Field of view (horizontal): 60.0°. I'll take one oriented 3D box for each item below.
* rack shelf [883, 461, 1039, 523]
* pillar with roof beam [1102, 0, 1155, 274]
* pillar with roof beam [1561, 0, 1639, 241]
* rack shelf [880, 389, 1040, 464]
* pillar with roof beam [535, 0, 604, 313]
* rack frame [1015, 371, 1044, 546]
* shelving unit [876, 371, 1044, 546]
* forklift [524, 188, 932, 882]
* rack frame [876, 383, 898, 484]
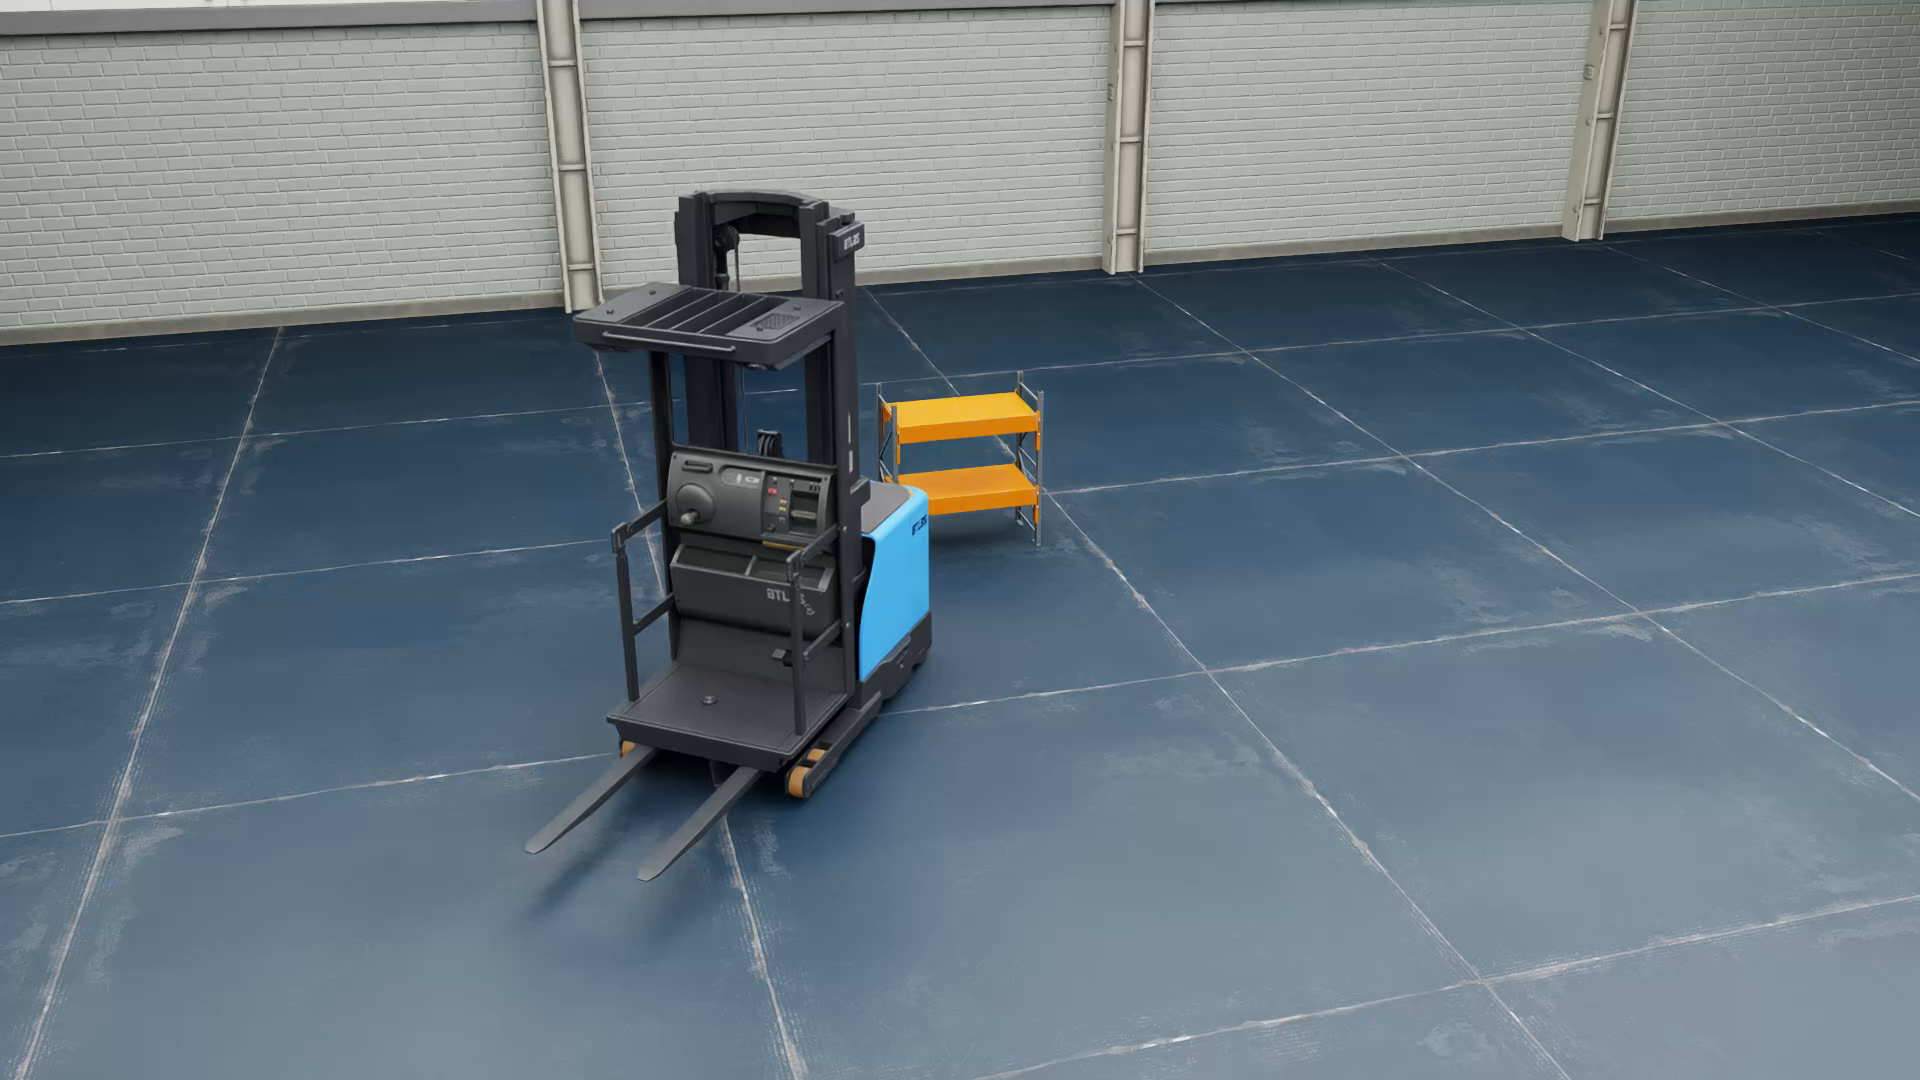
[{"bbox_3d":[-0.007,-0.292,11.623,1.000,0.278,0.538,-6,24,-14],"label":"rack shelf"},{"bbox_3d":[3.006,-5.571,13.321,0.400,9.000,9.100,-6,24,-14],"label":"pillar with roof beam"},{"bbox_3d":[8.783,-6.210,14.810,0.400,9.000,9.100,-6,24,-14],"label":"pillar with roof beam"},{"bbox_3d":[-0.007,-0.785,11.411,1.000,0.278,0.538,-6,24,-14],"label":"rack shelf"},{"bbox_3d":[-2.771,-4.932,11.831,0.400,9.000,9.100,-6,24,-14],"label":"pillar with roof beam"},{"bbox_3d":[0.483,-0.570,11.653,0.032,1.125,0.500,-6,24,-14],"label":"rack frame"},{"bbox_3d":[-0.007,-0.516,11.527,1.048,1.125,0.538,-6,24,-14],"label":"shelving unit"},{"bbox_3d":[-1.181,-0.193,8.483,1.130,2.935,3.031,9,25,20],"label":"forklift"},{"bbox_3d":[-0.496,-0.462,11.400,0.032,1.125,0.500,-6,24,-14],"label":"rack frame"}]
